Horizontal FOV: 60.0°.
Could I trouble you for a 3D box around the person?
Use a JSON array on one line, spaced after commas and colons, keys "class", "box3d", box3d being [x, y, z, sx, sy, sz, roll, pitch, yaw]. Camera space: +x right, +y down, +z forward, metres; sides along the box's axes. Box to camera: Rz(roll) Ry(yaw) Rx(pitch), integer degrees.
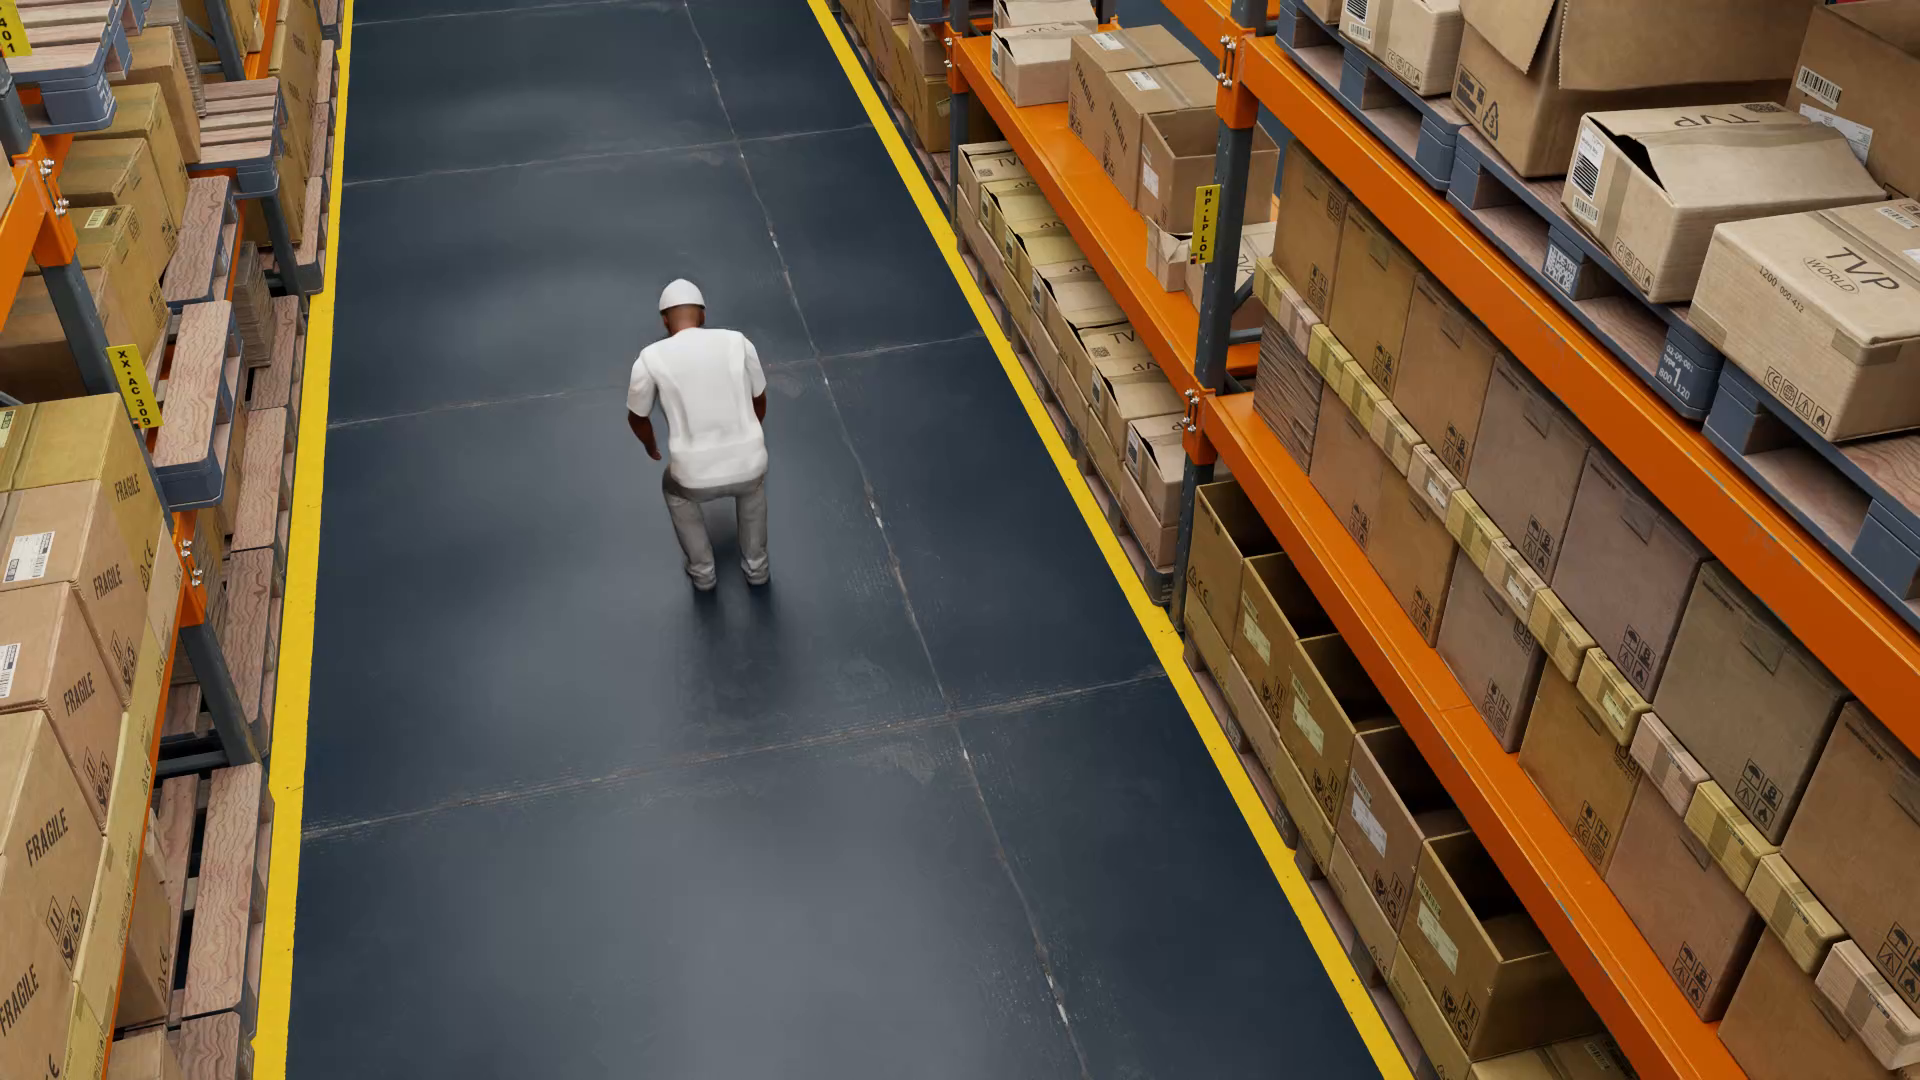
[{"class": "person", "box3d": [-1.162, -0.430, 7.541, 0.632, 1.405, 0.762, -9, 39, -12]}]
